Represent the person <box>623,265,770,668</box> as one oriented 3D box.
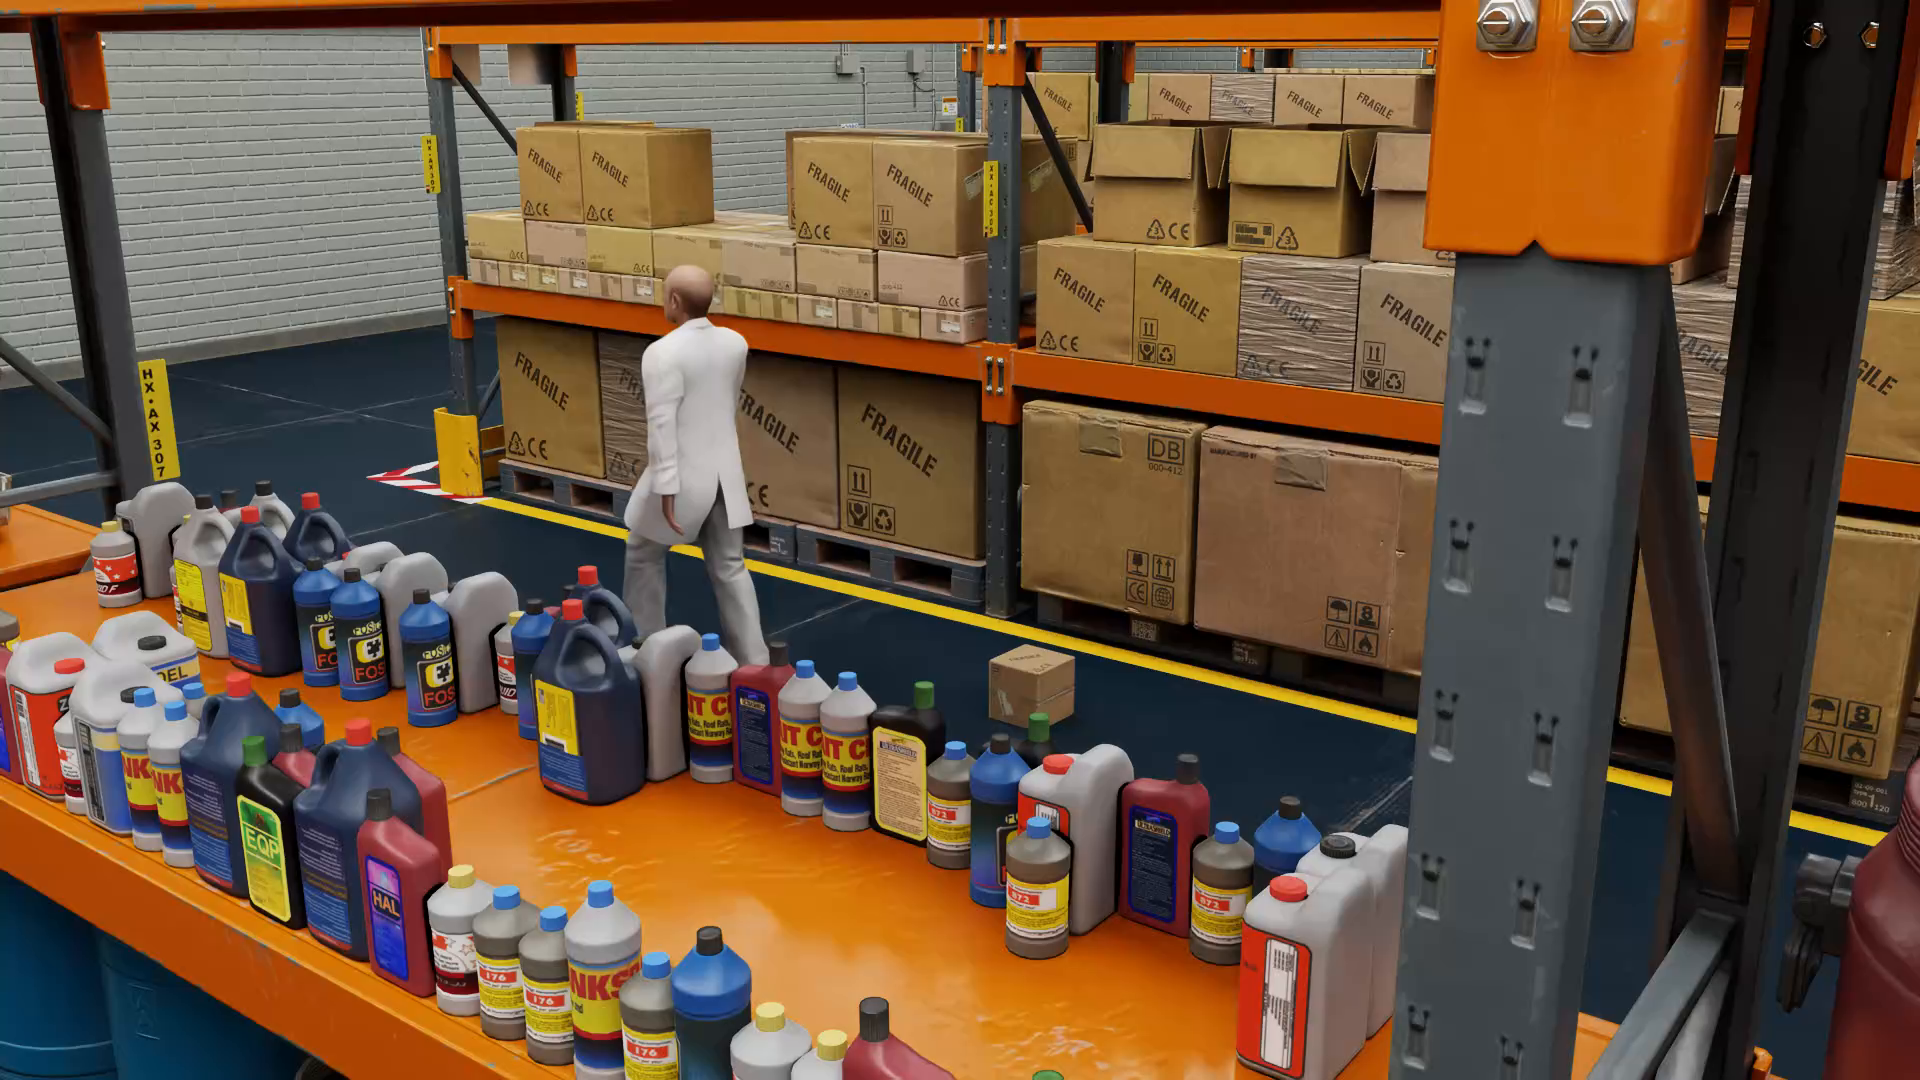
[{"bbox_3d":[-1.153,-0.239,6.918,0.870,1.817,0.589,15,22,41],"label":"person"}]
